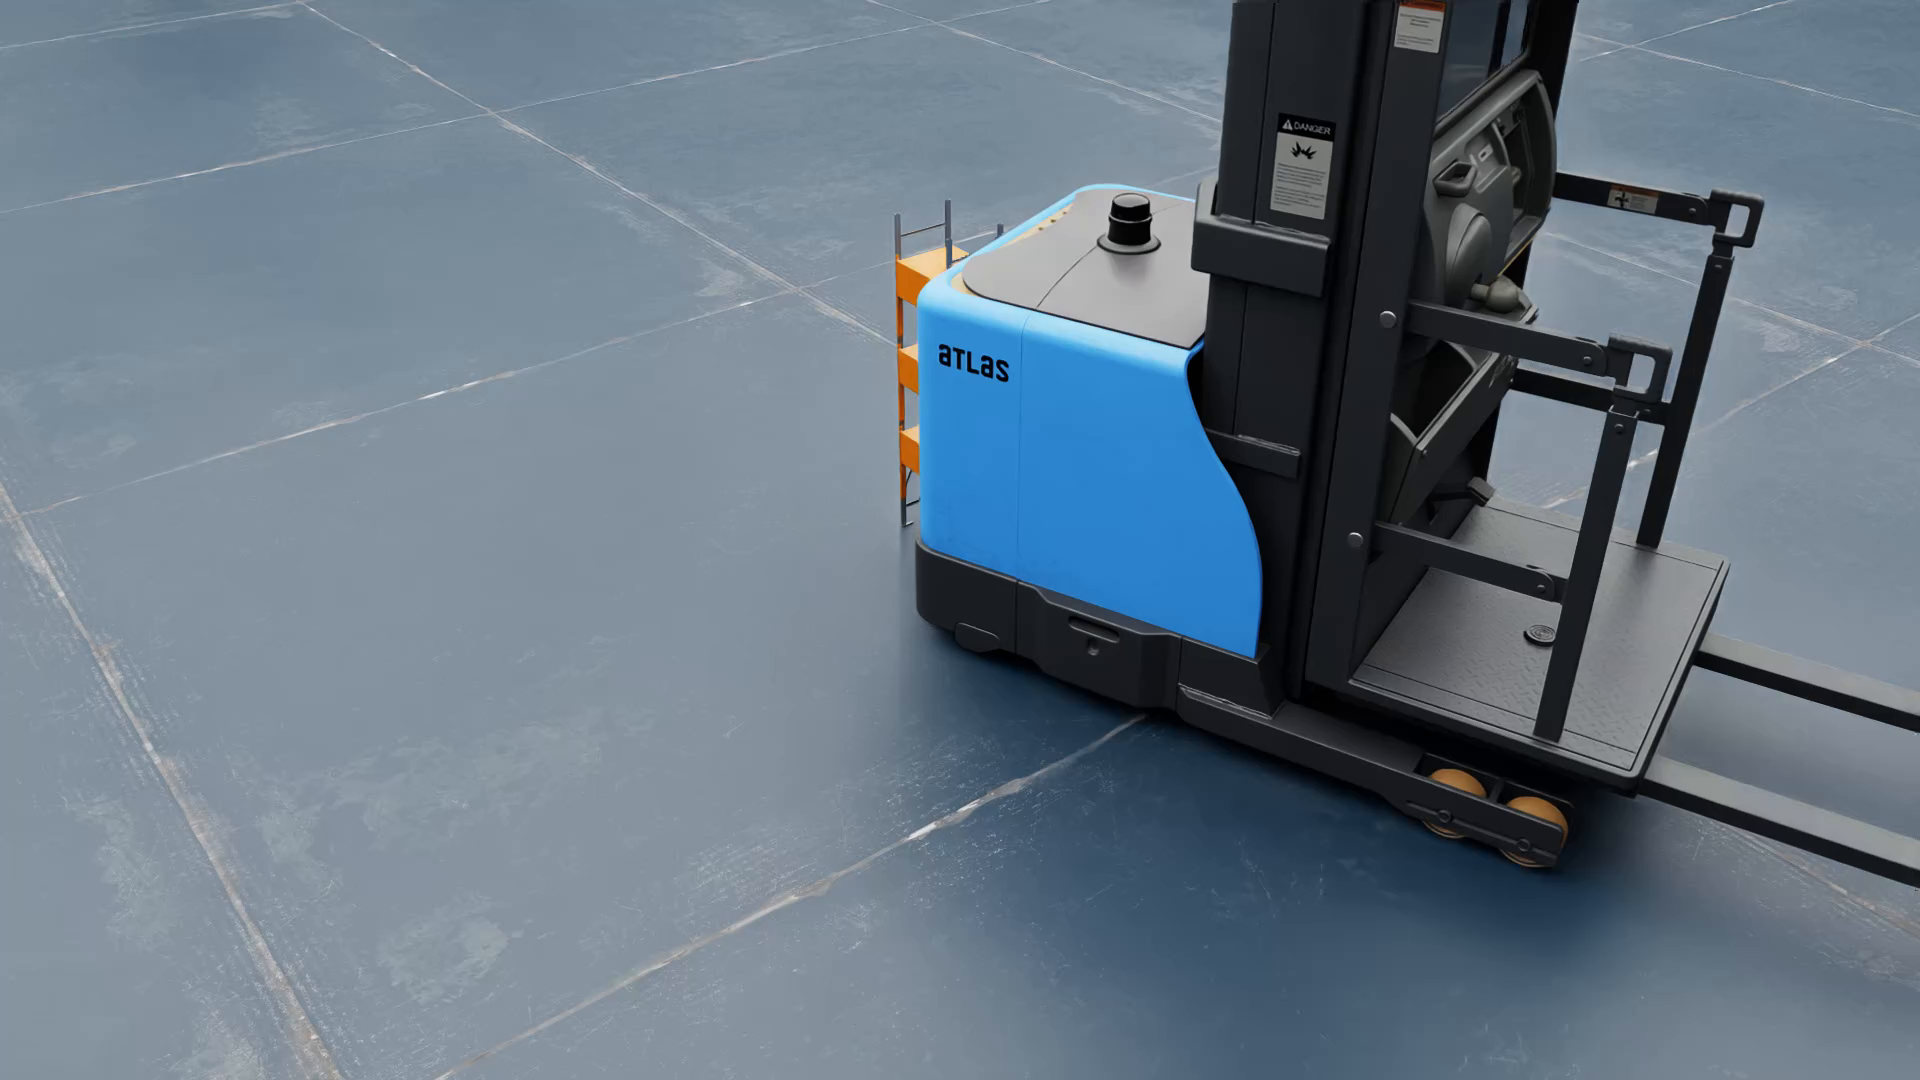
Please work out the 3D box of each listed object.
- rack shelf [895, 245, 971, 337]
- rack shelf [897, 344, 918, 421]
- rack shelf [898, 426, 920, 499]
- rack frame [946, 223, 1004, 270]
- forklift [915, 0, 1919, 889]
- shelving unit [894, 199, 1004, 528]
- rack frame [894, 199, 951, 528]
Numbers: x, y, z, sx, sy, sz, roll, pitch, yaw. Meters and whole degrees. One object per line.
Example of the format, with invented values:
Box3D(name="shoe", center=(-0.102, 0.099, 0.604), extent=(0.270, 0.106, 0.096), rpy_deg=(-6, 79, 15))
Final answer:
Box3D(name="rack shelf", center=(-0.033, -0.700, 4.865), extent=(0.215, 0.259, 0.240), rpy_deg=(-22, 38, -31))
Box3D(name="rack shelf", center=(-0.033, -0.459, 5.015), extent=(0.215, 0.259, 0.240), rpy_deg=(-22, 38, -31))
Box3D(name="rack shelf", center=(-0.033, -0.223, 5.161), extent=(0.215, 0.259, 0.240), rpy_deg=(-22, 38, -31))
Box3D(name="rack frame", center=(0.042, -0.417, 4.927), extent=(0.200, 1.050, 0.008), rpy_deg=(-22, 38, -31))
Box3D(name="forklift", center=(1.395, -0.783, 3.732), extent=(3.031, 2.935, 1.130), rpy_deg=(18, 36, 27))
Box3D(name="shelving unit", center=(-0.033, -0.468, 5.009), extent=(0.215, 1.050, 0.252), rpy_deg=(-22, 38, -31))
Box3D(name="rack frame", center=(-0.108, -0.519, 5.091), extent=(0.200, 1.050, 0.008), rpy_deg=(-22, 38, -31))
